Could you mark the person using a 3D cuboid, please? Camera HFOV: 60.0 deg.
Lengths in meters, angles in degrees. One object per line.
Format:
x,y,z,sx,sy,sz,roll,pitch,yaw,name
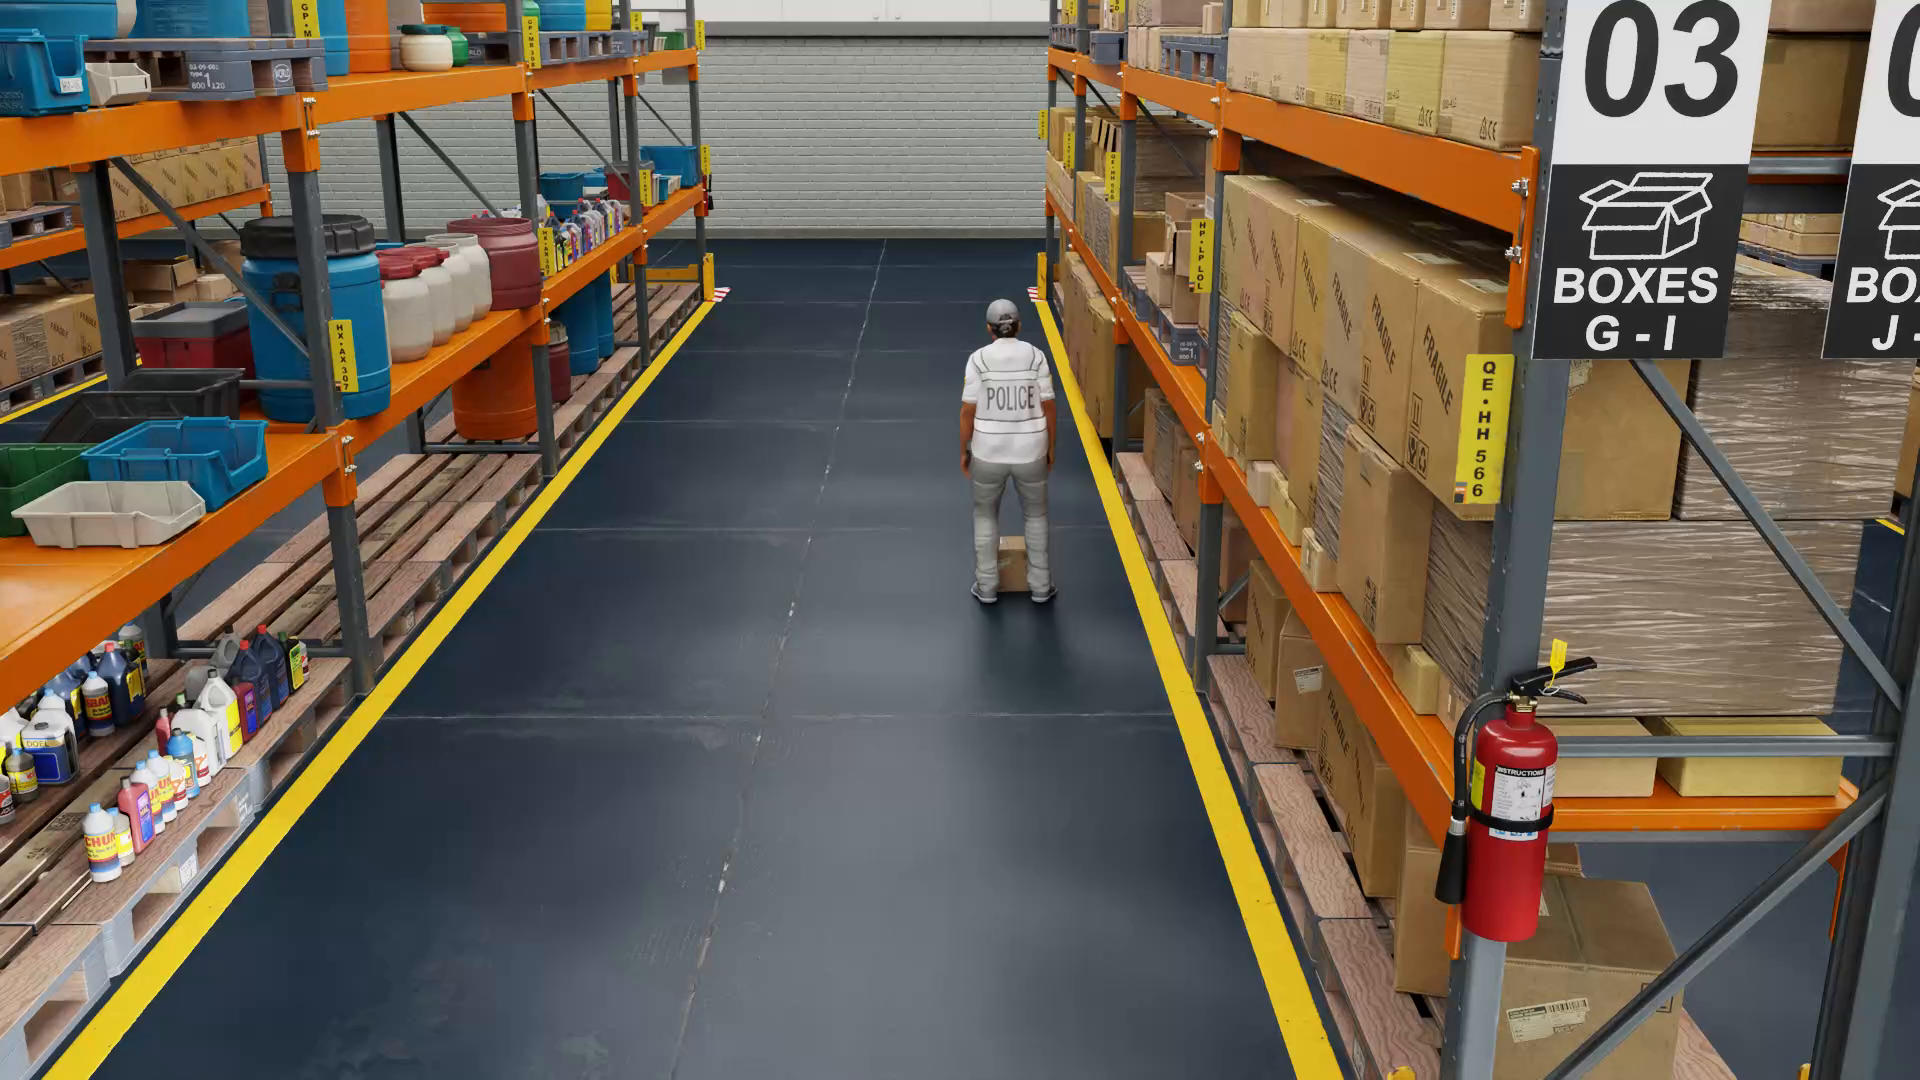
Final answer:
0.273,-0.474,9.063,0.560,1.665,0.469,-1,17,-4,person
